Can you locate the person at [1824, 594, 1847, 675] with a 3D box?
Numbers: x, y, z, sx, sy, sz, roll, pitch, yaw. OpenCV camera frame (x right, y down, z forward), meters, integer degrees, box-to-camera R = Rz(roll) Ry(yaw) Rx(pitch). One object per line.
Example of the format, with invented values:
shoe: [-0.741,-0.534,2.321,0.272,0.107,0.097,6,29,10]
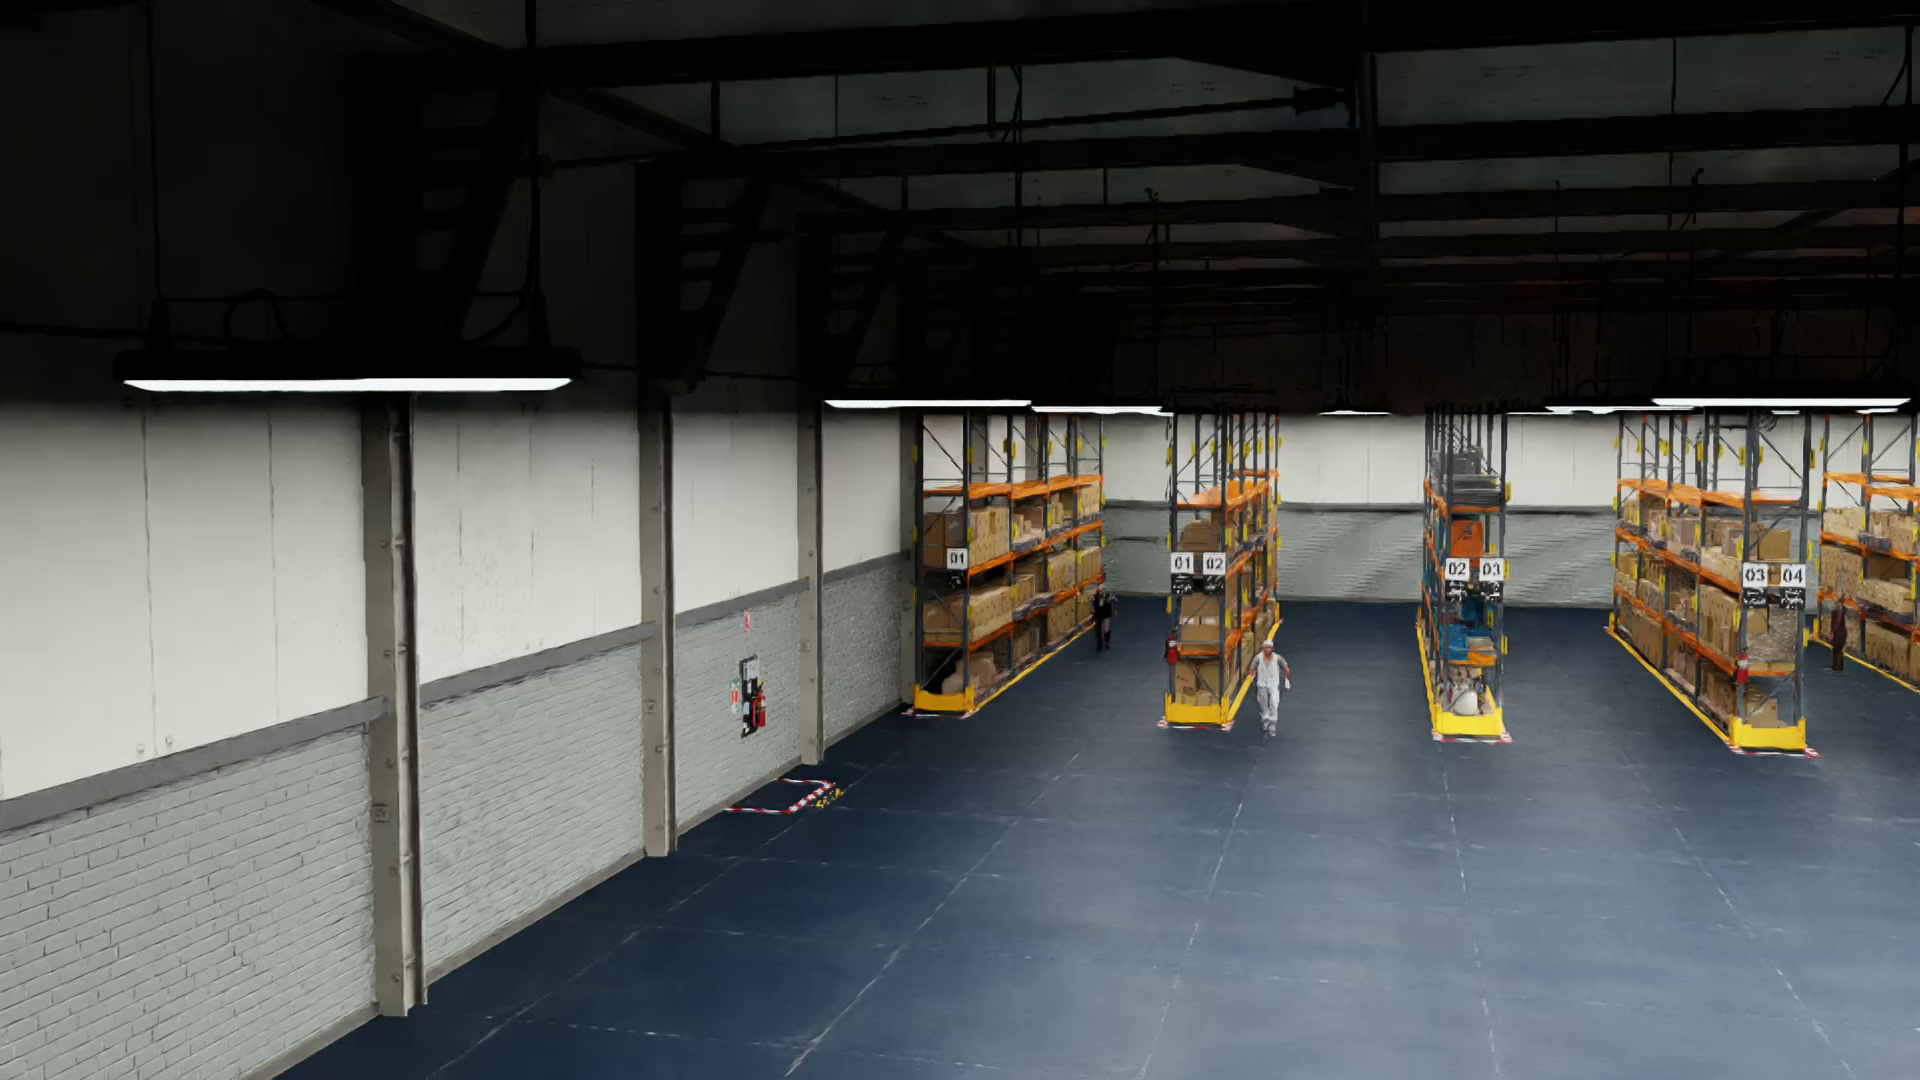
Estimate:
person: [19.535,2.098,37.082,0.444,1.821,0.634,3,5,37]

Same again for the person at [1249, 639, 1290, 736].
person: [5.590,2.637,30.084,0.703,1.722,0.835,1,4,19]

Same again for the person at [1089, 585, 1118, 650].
person: [3.492,1.902,40.709,0.654,1.642,0.878,1,4,19]
